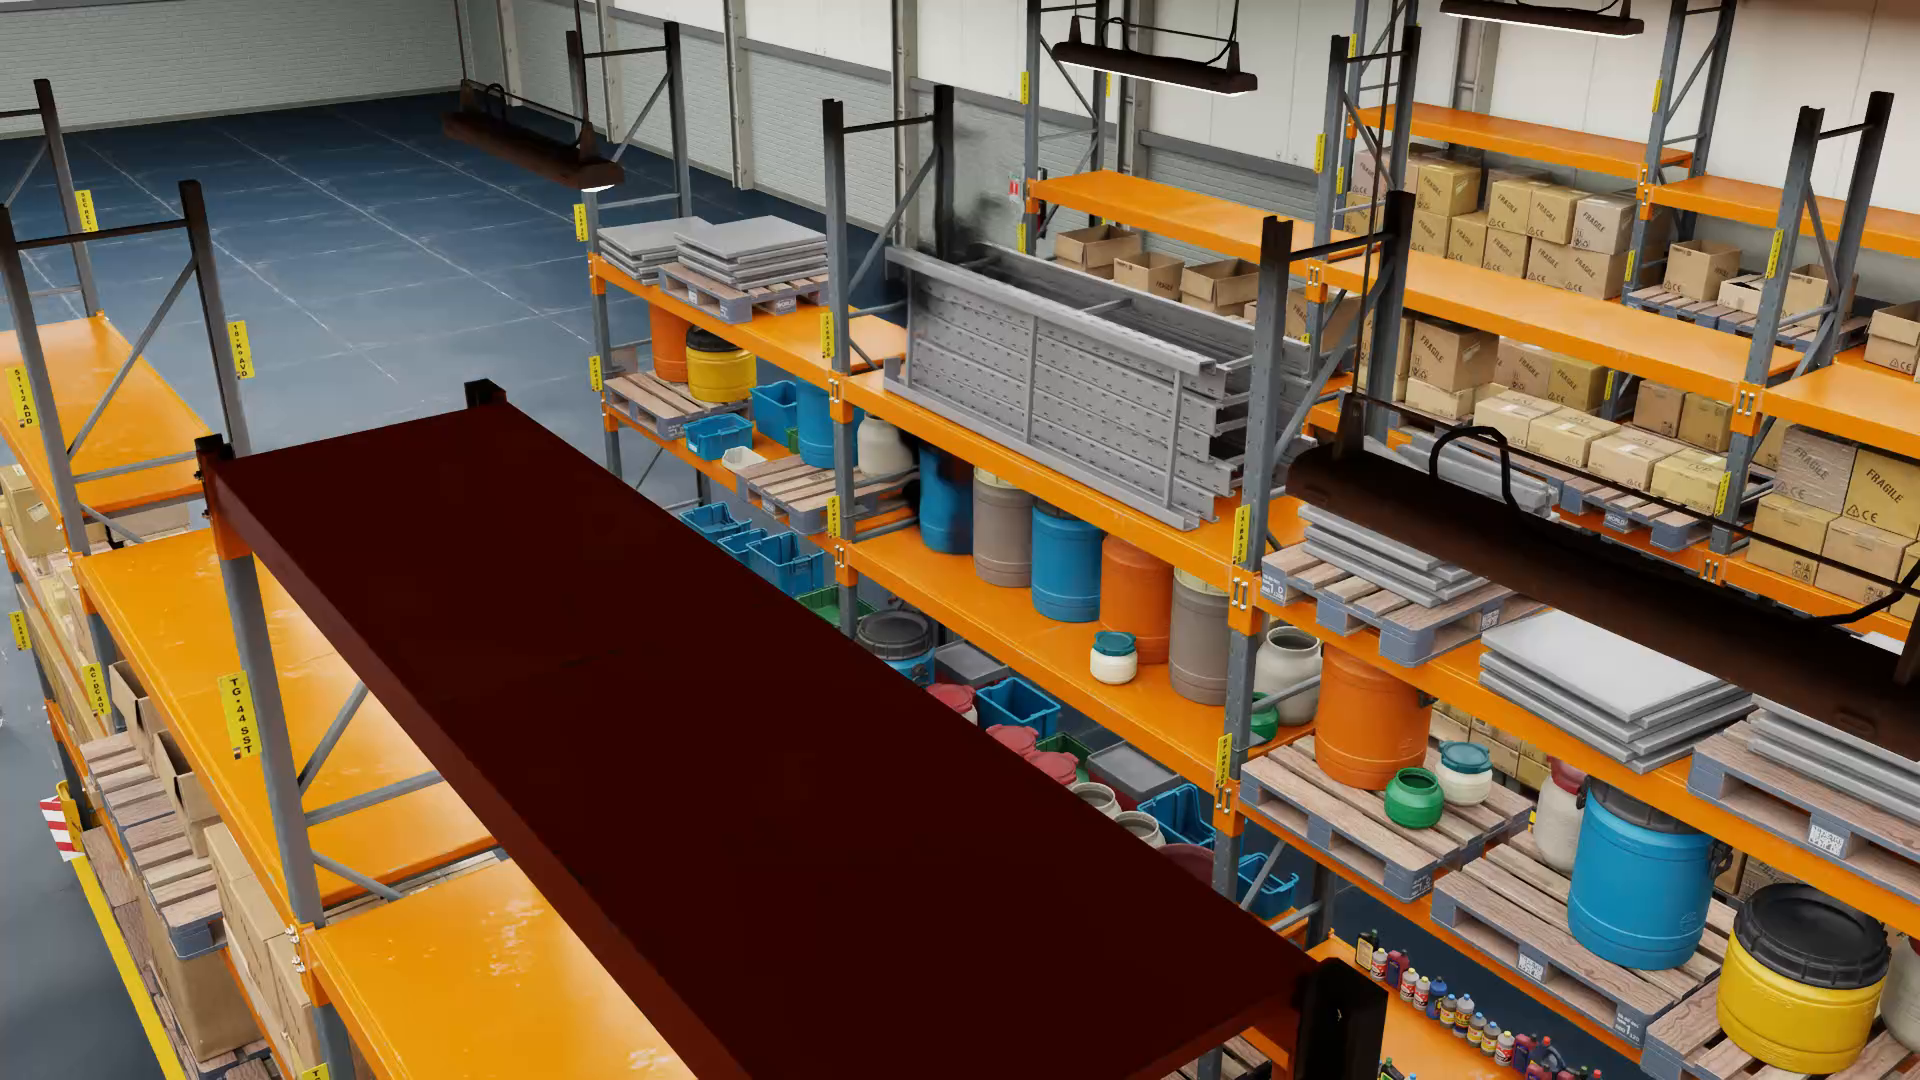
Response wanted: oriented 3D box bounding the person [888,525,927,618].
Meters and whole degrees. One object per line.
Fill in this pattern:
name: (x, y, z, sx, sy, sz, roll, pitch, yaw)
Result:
person: (-0.477, 0.593, 15.776, 0.544, 1.610, 0.550, 22, 33, 39)
